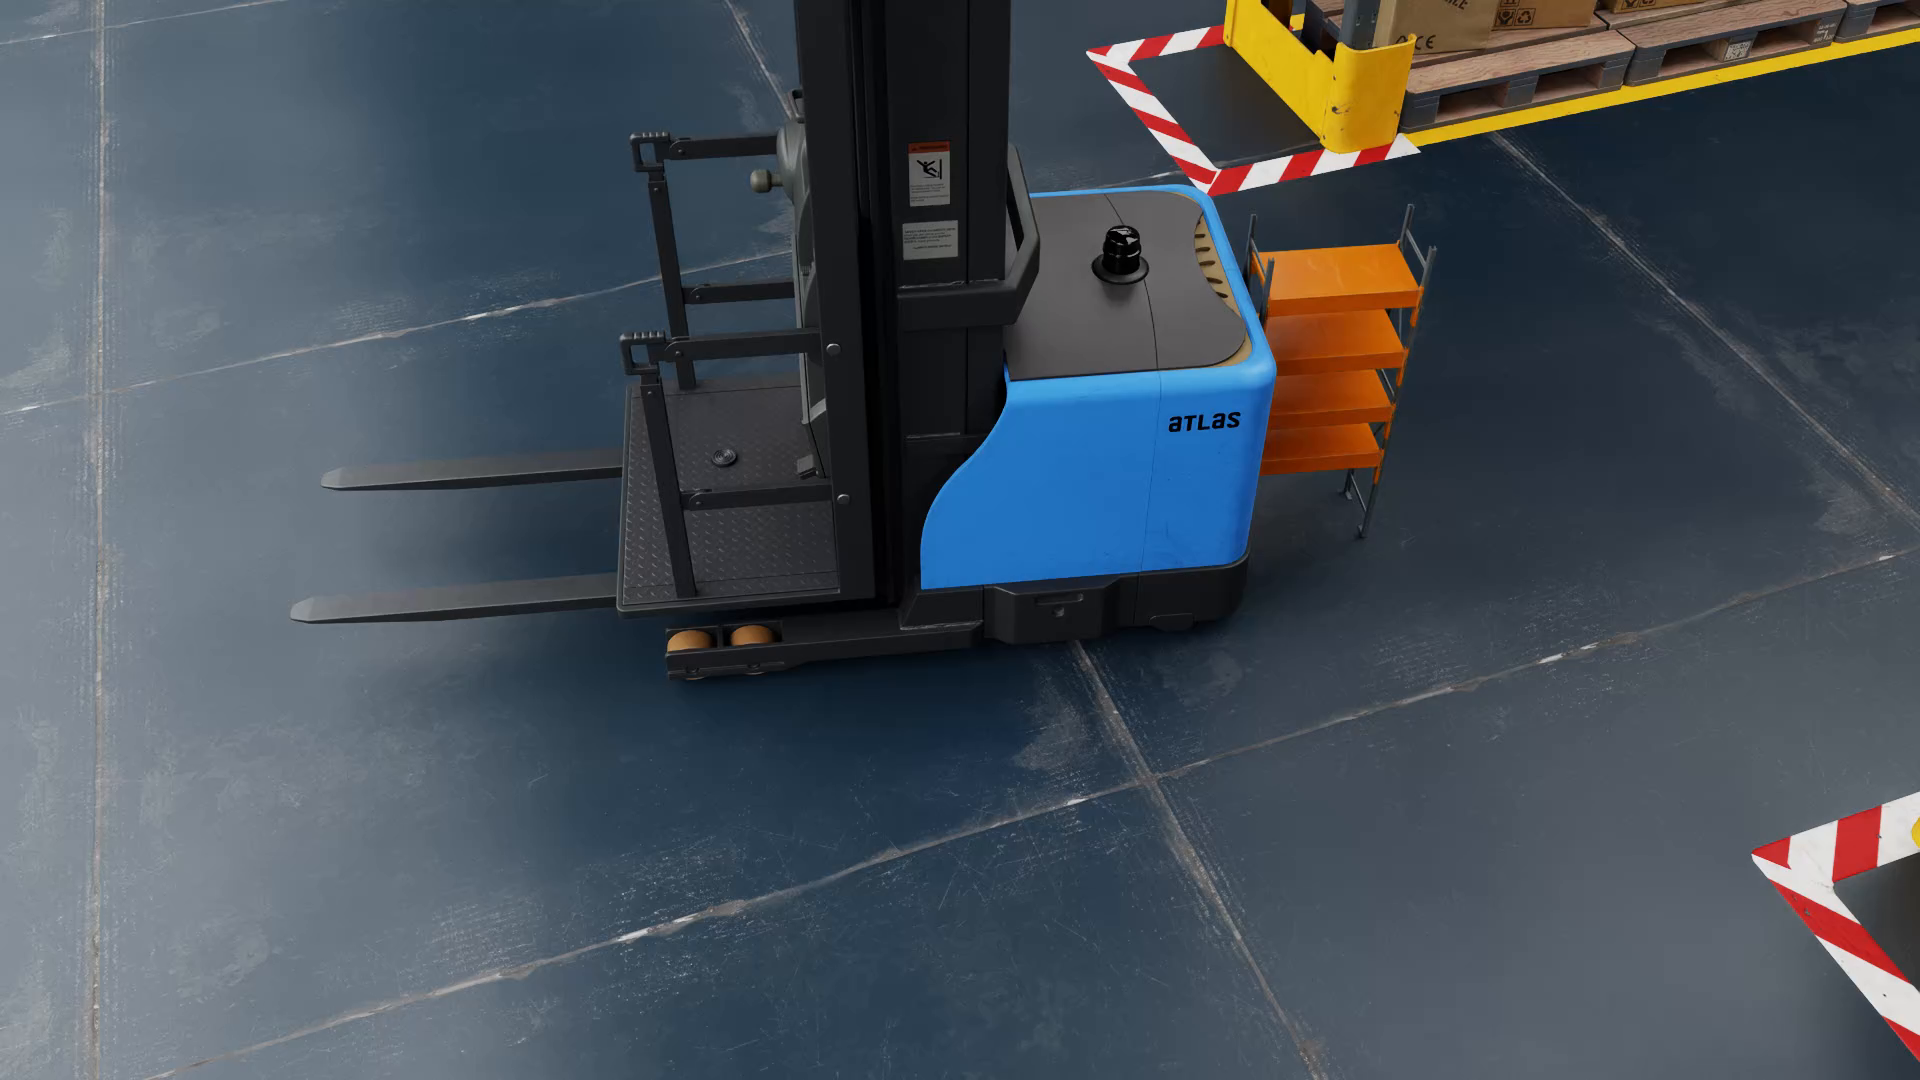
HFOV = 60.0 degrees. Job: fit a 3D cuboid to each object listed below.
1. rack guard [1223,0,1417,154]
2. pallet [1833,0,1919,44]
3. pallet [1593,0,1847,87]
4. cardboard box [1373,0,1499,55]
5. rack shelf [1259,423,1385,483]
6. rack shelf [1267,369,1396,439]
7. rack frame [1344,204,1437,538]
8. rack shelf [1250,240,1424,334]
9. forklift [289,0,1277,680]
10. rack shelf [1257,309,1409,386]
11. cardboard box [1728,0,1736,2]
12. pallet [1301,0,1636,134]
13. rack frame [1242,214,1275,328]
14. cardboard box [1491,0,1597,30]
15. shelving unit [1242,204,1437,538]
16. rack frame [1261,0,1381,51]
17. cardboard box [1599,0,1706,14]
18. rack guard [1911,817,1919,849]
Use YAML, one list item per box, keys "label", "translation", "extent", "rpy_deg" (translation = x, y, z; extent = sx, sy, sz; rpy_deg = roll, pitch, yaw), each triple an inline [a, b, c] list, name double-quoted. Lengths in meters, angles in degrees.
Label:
- label: "rack guard"
  translation: [1.641, -2.332, 7.721]
  extent: [0.348, 0.500, 1.175]
  rpy_deg: [-14, 47, -14]
- label: "pallet"
  translation: [4.712, -2.988, 8.579]
  extent: [1.213, 0.211, 1.003]
  rpy_deg: [-14, 47, -14]
- label: "pallet"
  translation: [3.563, -2.692, 8.284]
  extent: [1.213, 0.211, 1.003]
  rpy_deg: [-14, 47, -14]
- label: "cardboard box"
  translation: [2.162, -2.601, 7.693]
  extent: [0.500, 0.500, 0.500]
  rpy_deg: [-6, 45, -6]
- label: "rack shelf"
  translation: [1.145, -0.310, 5.588]
  extent: [0.480, 0.148, 0.258]
  rpy_deg: [-5, 45, -4]
- label: "rack shelf"
  translation: [1.145, -0.451, 5.447]
  extent: [0.480, 0.148, 0.258]
  rpy_deg: [-5, 45, -4]
- label: "rack frame"
  translation: [1.388, -0.517, 5.418]
  extent: [0.015, 1.200, 0.240]
  rpy_deg: [-5, 45, -4]
- label: "rack shelf"
  translation: [1.145, -0.775, 5.121]
  extent: [0.480, 0.148, 0.258]
  rpy_deg: [-5, 45, -4]
- label: "forklift"
  translation: [-0.627, -0.985, 4.663]
  extent: [3.031, 2.935, 1.130]
  rpy_deg: [-5, 45, -4]
- label: "rack shelf"
  translation: [1.145, -0.608, 5.288]
  extent: [0.480, 0.148, 0.258]
  rpy_deg: [-5, 45, -4]
- label: "cardboard box"
  translation: [3.849, -3.010, 8.100]
  extent: [0.500, 0.500, 0.500]
  rpy_deg: [-18, 48, -17]
- label: "pallet"
  translation: [2.417, -2.402, 7.995]
  extent: [1.213, 0.211, 1.003]
  rpy_deg: [-14, 47, -14]
- label: "rack frame"
  translation: [0.903, -0.479, 5.380]
  extent: [0.015, 1.200, 0.240]
  rpy_deg: [-5, 45, -4]
- label: "cardboard box"
  translation: [2.713, -2.767, 7.859]
  extent: [0.500, 0.500, 0.500]
  rpy_deg: [-3, 45, -3]
- label: "shelving unit"
  translation: [1.145, -0.498, 5.399]
  extent: [0.503, 1.200, 0.258]
  rpy_deg: [-5, 45, -4]
- label: "rack frame"
  translation: [1.569, -3.196, 6.817]
  extent: [0.127, 3.000, 1.000]
  rpy_deg: [-14, 47, -14]
- label: "cardboard box"
  translation: [3.308, -2.905, 7.996]
  extent: [0.500, 0.500, 0.500]
  rpy_deg: [-10, 46, -10]
- label: "rack guard"
  translation: [3.136, 1.021, 4.379]
  extent: [0.348, 0.500, 1.175]
  rpy_deg: [-14, 47, -14]
